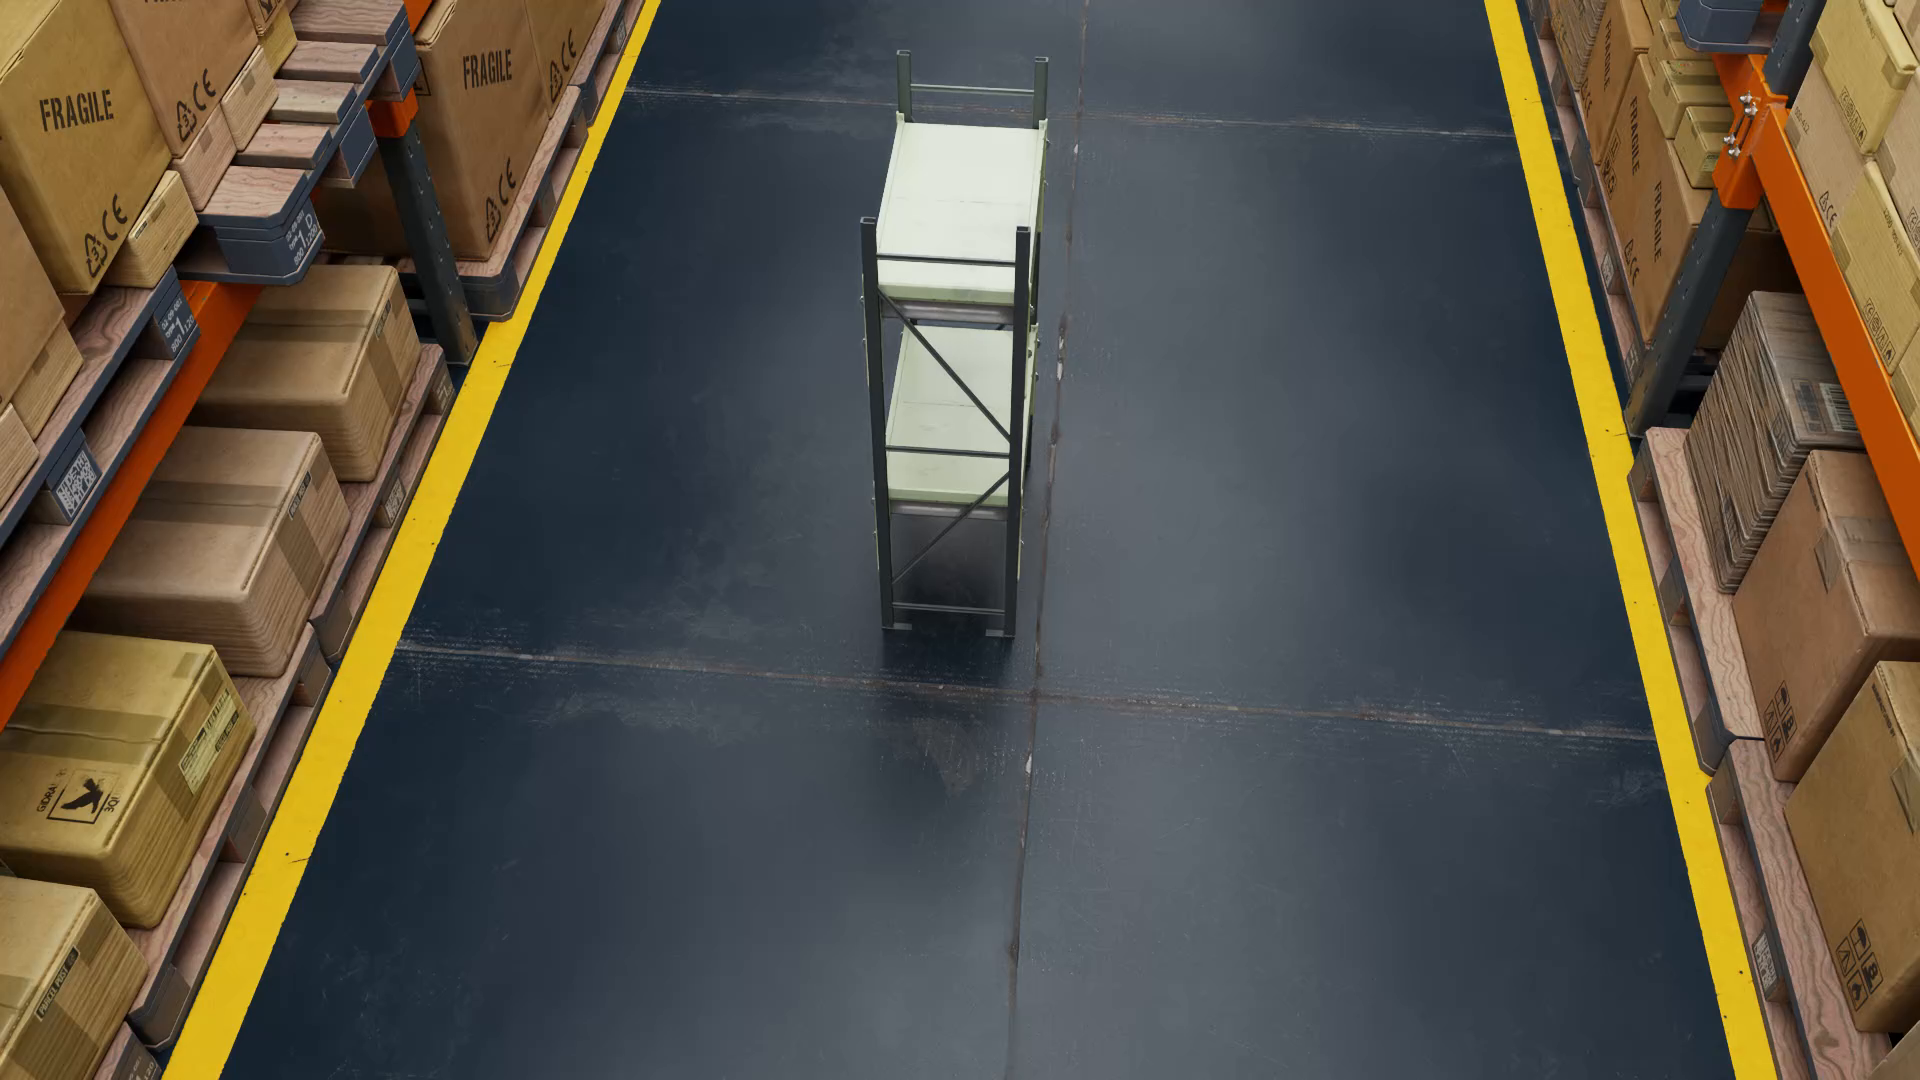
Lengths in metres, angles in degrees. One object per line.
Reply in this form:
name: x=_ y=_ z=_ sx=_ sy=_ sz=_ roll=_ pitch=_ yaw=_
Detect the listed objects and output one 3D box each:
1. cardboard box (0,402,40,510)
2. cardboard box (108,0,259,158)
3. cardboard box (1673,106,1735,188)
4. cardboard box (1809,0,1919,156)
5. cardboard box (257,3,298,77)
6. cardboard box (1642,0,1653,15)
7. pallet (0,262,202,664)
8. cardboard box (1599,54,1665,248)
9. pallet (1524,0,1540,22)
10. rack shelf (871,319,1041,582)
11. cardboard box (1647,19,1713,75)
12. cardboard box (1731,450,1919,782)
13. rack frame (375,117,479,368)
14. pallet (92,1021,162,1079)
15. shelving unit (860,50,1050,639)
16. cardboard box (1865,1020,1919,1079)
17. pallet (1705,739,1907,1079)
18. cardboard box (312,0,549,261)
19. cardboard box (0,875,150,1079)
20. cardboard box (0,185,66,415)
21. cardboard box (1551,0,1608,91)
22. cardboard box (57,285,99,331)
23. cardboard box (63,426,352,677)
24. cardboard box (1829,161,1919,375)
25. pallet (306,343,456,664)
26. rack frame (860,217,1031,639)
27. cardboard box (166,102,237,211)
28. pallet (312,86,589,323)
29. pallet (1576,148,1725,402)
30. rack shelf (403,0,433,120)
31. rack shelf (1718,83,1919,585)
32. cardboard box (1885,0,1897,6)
cardboard box: x=-2.058 y=-0.150 z=3.240 sx=0.380 sy=0.149 sz=0.250 roll=6 pitch=48 yaw=5
cardboard box: x=-2.005 y=-1.234 z=3.792 sx=0.500 sy=0.500 sz=0.500 roll=3 pitch=48 yaw=3
cardboard box: x=2.532 y=-1.257 z=5.337 sx=0.380 sy=0.149 sz=0.250 roll=2 pitch=48 yaw=2
cardboard box: x=2.430 y=-1.171 z=4.051 sx=0.500 sy=0.250 sz=0.500 roll=4 pitch=48 yaw=3
cardboard box: x=-1.952 y=-1.290 z=4.283 sx=0.380 sy=0.149 sz=0.250 roll=5 pitch=48 yaw=4
cardboard box: x=2.685 y=-2.025 z=6.039 sx=0.380 sy=0.149 sz=0.250 roll=3 pitch=48 yaw=3
pallet: x=-2.344 y=-0.169 z=3.502 sx=1.003 sy=0.211 sz=1.213 roll=4 pitch=48 yaw=4
cardboard box: x=2.619 y=-1.351 z=5.862 sx=0.500 sy=0.500 sz=0.500 roll=3 pitch=48 yaw=3
pallet: x=3.067 y=-2.758 z=7.630 sx=1.003 sy=0.211 sz=1.213 roll=4 pitch=48 yaw=4
rack shelf: x=-0.001 y=-0.281 z=4.933 sx=0.431 sy=0.370 sz=0.720 roll=4 pitch=48 yaw=4
cardboard box: x=2.594 y=-1.651 z=5.697 sx=0.380 sy=0.149 sz=0.250 roll=2 pitch=48 yaw=2
cardboard box: x=2.617 y=0.237 z=4.325 sx=0.875 sy=0.625 sz=0.625 roll=5 pitch=48 yaw=5
rack frame: x=-2.205 y=-1.691 z=4.764 sx=1.000 sy=3.000 sz=0.127 roll=4 pitch=48 yaw=4
pallet: x=-2.500 y=1.617 z=3.628 sx=1.003 sy=0.211 sz=1.213 roll=4 pitch=48 yaw=4
shelving unit: x=-0.001 y=-0.501 z=4.692 sx=0.431 sy=1.500 sz=0.755 roll=4 pitch=48 yaw=4
cardboard box: x=2.489 y=1.285 z=3.367 sx=0.875 sy=0.625 sz=0.625 roll=3 pitch=48 yaw=3
pallet: x=2.511 y=1.077 z=4.122 sx=1.003 sy=0.211 sz=1.213 roll=4 pitch=48 yaw=4
cardboard box: x=-2.059 y=-1.618 z=5.852 sx=0.875 sy=0.875 sz=0.875 roll=3 pitch=48 yaw=3
cardboard box: x=-2.462 y=1.079 z=3.727 sx=0.950 sy=0.372 sz=0.625 roll=7 pitch=48 yaw=6
cardboard box: x=-2.101 y=-0.462 z=3.086 sx=0.500 sy=0.500 sz=0.500 roll=2 pitch=48 yaw=2
cardboard box: x=2.693 y=-2.118 z=6.564 sx=0.500 sy=0.500 sz=0.500 roll=2 pitch=48 yaw=2
cardboard box: x=-2.121 y=-0.538 z=3.595 sx=0.380 sy=0.149 sz=0.250 roll=4 pitch=48 yaw=4
cardboard box: x=-2.325 y=0.011 z=4.703 sx=0.950 sy=0.372 sz=0.625 roll=3 pitch=48 yaw=3
cardboard box: x=2.404 y=-0.631 z=3.896 sx=0.500 sy=0.250 sz=0.500 roll=3 pitch=48 yaw=3
pallet: x=-2.277 y=-0.176 z=5.268 sx=1.003 sy=0.211 sz=1.213 roll=4 pitch=48 yaw=4
rack frame: x=-0.034 y=-0.232 z=4.446 sx=0.400 sy=1.500 sz=0.023 roll=4 pitch=48 yaw=4
cardboard box: x=-1.962 y=-0.917 z=3.942 sx=0.380 sy=0.149 sz=0.250 roll=2 pitch=48 yaw=2
pallet: x=-2.058 y=-1.325 z=6.318 sx=1.003 sy=0.211 sz=1.213 roll=4 pitch=48 yaw=4
pallet: x=2.845 y=-0.965 z=5.990 sx=1.003 sy=0.211 sz=1.213 roll=4 pitch=48 yaw=4
rack shelf: x=-2.022 y=-2.918 z=6.374 sx=1.077 sy=0.370 sz=4.000 roll=4 pitch=48 yaw=4
rack shelf: x=2.557 y=0.352 z=3.383 sx=1.077 sy=0.370 sz=4.000 roll=4 pitch=48 yaw=4
cardboard box: x=2.416 y=-1.399 z=3.989 sx=0.380 sy=0.149 sz=0.250 roll=5 pitch=48 yaw=5
